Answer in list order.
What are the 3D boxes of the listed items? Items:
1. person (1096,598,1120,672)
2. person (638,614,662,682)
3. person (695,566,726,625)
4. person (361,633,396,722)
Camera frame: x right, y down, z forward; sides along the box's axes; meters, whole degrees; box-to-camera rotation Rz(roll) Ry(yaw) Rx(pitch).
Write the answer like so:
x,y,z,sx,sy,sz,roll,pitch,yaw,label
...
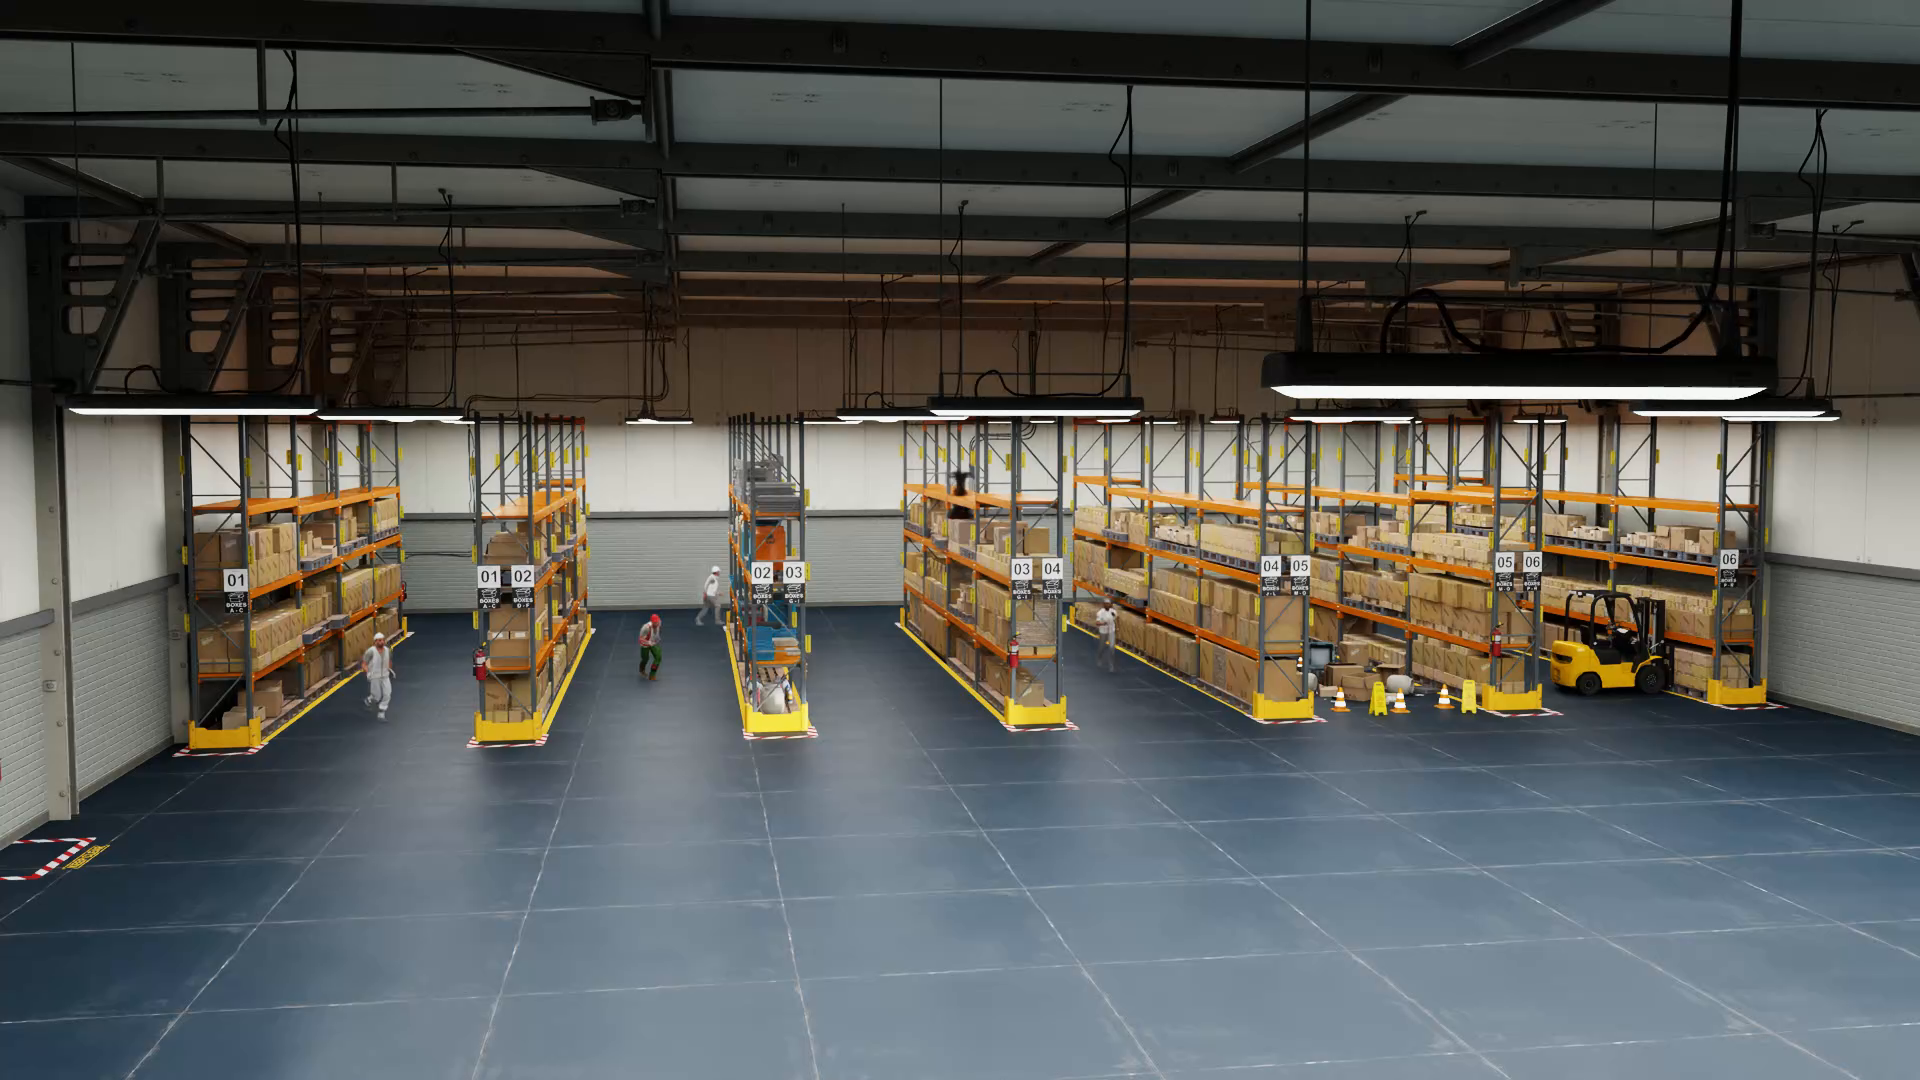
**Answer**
x,y,z,sx,sy,sz,roll,pitch,yaw,label
3.475,2.213,39.227,0.599,1.743,0.894,0,4,-4,person
-7.045,2.406,37.559,0.662,1.544,1.174,-3,5,-37,person
-7.185,1.602,47.809,0.894,1.698,0.633,0,4,-6,person
-11.341,2.659,32.363,0.640,1.730,0.728,-4,5,-44,person
